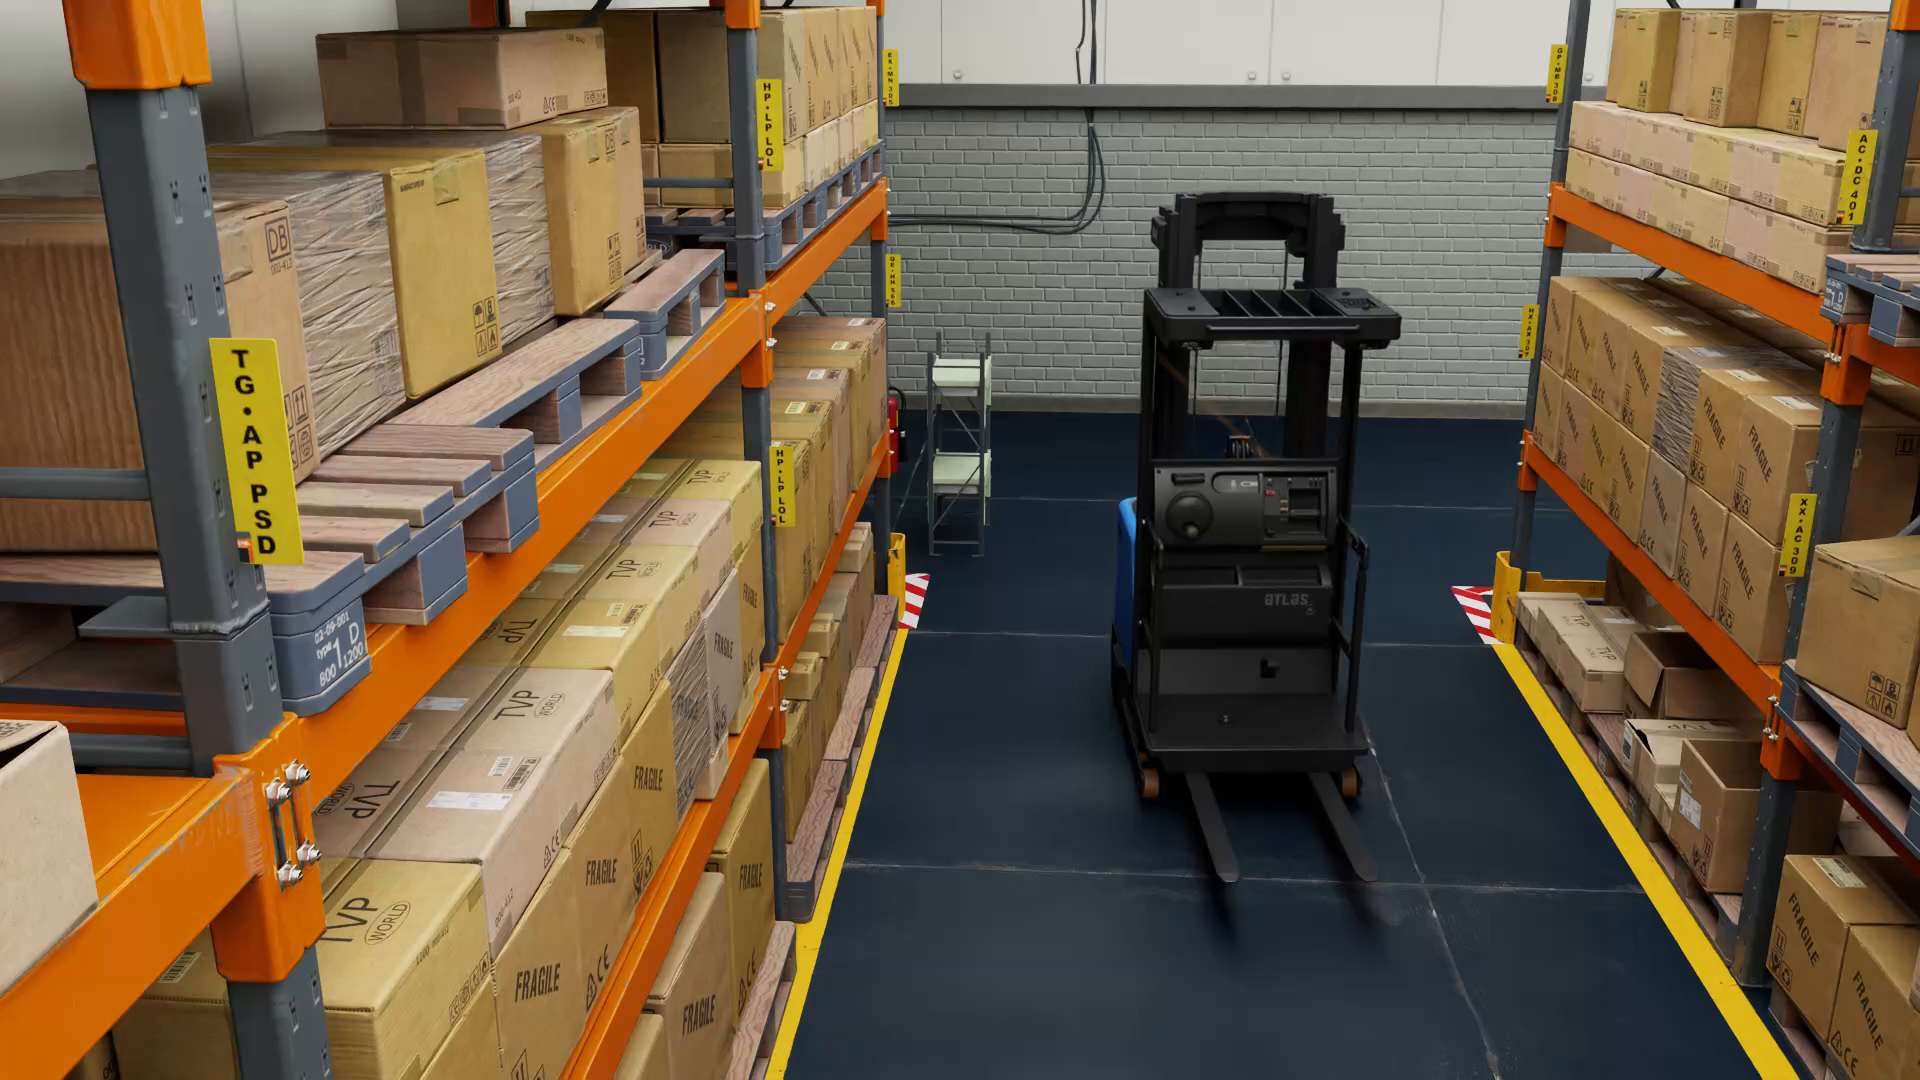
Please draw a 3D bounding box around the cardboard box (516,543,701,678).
[{"bbox_3d":[-1.102,0.208,5.095,0.500,0.250,0.500,2,18,5],"label":"cardboard box"}]

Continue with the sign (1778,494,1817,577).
[{"bbox_3d":[3.159,-0.016,6.266,0.100,0.325,0.005,1,18,4],"label":"sign"}]

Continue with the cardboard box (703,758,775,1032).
[{"bbox_3d":[-1.157,1.322,6.349,0.750,0.750,0.750,1,18,5],"label":"cardboard box"}]

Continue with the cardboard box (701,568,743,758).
[{"bbox_3d":[-1.049,0.404,5.701,0.500,0.500,0.500,1,18,4],"label":"cardboard box"}]

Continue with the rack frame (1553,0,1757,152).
[{"bbox_3d":[3.988,-3.689,9.228,1.000,3.000,0.127,1,18,4],"label":"rack frame"}]

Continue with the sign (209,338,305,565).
[{"bbox_3d":[-0.986,-0.121,2.327,0.100,0.325,0.005,1,18,4],"label":"sign"}]

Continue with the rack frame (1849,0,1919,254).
[{"bbox_3d":[3.701,-2.446,5.437,1.000,3.000,0.127,1,18,4],"label":"rack frame"}]

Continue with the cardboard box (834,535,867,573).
[{"bbox_3d":[-0.749,0.076,9.672,0.380,0.149,0.250,2,18,5],"label":"cardboard box"}]

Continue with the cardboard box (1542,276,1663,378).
[{"bbox_3d":[3.693,-1.228,9.588,0.500,0.500,0.500,2,18,6],"label":"cardboard box"}]

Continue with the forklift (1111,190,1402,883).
[{"bbox_3d":[1.454,-0.174,8.248,1.130,2.935,3.031,0,18,-1],"label":"forklift"}]

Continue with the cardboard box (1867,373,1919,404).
[{"bbox_3d":[4.052,-0.418,7.116,0.500,0.500,0.500,1,18,2],"label":"cardboard box"}]

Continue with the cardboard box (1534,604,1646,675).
[{"bbox_3d":[3.630,0.578,9.552,0.500,0.250,0.500,1,18,4],"label":"cardboard box"}]

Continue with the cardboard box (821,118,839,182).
[{"bbox_3d":[-0.848,-1.832,7.786,0.500,0.250,0.500,1,18,2],"label":"cardboard box"}]

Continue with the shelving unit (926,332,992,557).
[{"bbox_3d":[0.000,-0.711,12.183,0.431,1.500,0.755,1,18,4],"label":"shelving unit"}]

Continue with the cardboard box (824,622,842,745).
[{"bbox_3d":[-1.006,0.738,8.693,0.700,0.500,0.500,2,18,5],"label":"cardboard box"}]

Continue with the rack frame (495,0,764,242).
[{"bbox_3d":[-1.240,-2.556,5.771,1.000,3.000,0.127,1,18,4],"label":"rack frame"}]

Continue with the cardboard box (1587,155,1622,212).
[{"bbox_3d":[3.648,-1.883,8.776,0.500,0.250,0.500,1,18,4],"label":"cardboard box"}]

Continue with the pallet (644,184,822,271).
[{"bbox_3d":[-1.171,-1.342,7.026,1.003,0.211,1.213,1,18,4],"label":"pallet"}]

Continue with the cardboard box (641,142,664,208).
[{"bbox_3d":[-1.425,-1.524,6.845,0.500,0.250,0.500,1,18,4],"label":"cardboard box"}]

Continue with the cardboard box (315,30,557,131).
[{"bbox_3d":[-1.459,-1.301,4.688,0.500,0.250,0.500,1,18,2],"label":"cardboard box"}]

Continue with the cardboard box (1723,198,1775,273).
[{"bbox_3d":[3.517,-1.262,6.879,0.500,0.250,0.500,1,18,4],"label":"cardboard box"}]

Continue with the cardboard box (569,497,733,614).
[{"bbox_3d":[-1.065,0.050,5.579,0.500,0.250,0.500,2,18,5],"label":"cardboard box"}]

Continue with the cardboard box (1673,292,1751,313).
[{"bbox_3d":[4.195,-1.059,9.072,0.500,0.500,0.500,2,18,5],"label":"cardboard box"}]

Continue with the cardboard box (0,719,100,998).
[{"bbox_3d":[-1.309,0.375,1.756,0.500,0.311,0.500,1,18,4],"label":"cardboard box"}]

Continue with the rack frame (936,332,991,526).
[{"bbox_3d":[0.026,-0.824,12.530,0.400,1.500,0.023,1,18,4],"label":"rack frame"}]

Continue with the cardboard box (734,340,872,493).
[{"bbox_3d":[-1.021,-0.705,9.275,0.980,0.700,0.700,1,18,3],"label":"cardboard box"}]

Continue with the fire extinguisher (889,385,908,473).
[{"bbox_3d":[-0.482,-0.770,10.678,0.296,0.674,0.183,1,18,4],"label":"fire extinguisher"}]

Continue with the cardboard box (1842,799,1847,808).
[{"bbox_3d":[3.999,1.148,7.947,0.380,0.166,0.250,1,18,4],"label":"cardboard box"}]

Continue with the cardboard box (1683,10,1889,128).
[{"bbox_3d":[3.789,-2.162,7.619,0.700,0.500,0.500,1,18,4],"label":"cardboard box"}]

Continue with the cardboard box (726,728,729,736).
[{"bbox_3d":[-1.040,0.675,5.918,0.380,0.149,0.250,2,18,6],"label":"cardboard box"}]

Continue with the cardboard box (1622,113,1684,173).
[{"bbox_3d":[3.619,-1.965,8.224,0.500,0.250,0.500,1,18,4],"label":"cardboard box"}]

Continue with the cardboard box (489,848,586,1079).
[{"bbox_3d":[-1.190,1.032,3.787,0.500,0.500,0.500,2,18,6],"label":"cardboard box"}]

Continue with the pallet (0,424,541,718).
[{"bbox_3d":[-1.534,0.001,3.090,1.213,0.211,1.003,2,18,6],"label":"pallet"}]

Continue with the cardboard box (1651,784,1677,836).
[{"bbox_3d":[3.426,1.249,7.665,0.380,0.149,0.250,1,18,4],"label":"cardboard box"}]

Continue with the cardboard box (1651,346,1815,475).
[{"bbox_3d":[3.549,-0.597,7.660,0.500,0.500,0.500,1,18,4],"label":"cardboard box"}]

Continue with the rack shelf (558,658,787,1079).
[{"bbox_3d":[-1.384,1.258,4.921,1.077,0.370,4.000,1,18,4],"label":"rack shelf"}]

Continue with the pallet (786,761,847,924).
[{"bbox_3d":[-1.108,1.386,7.854,1.003,0.211,1.213,1,18,4],"label":"pallet"}]

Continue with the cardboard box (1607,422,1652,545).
[{"bbox_3d":[3.585,-0.282,8.305,0.500,0.500,0.500,2,18,5],"label":"cardboard box"}]

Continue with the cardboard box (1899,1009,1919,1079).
[{"bbox_3d":[3.353,1.849,5.270,0.500,0.500,0.500,2,18,5],"label":"cardboard box"}]

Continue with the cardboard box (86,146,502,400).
[{"bbox_3d":[-1.511,-0.634,3.855,0.700,0.500,0.500,2,18,7],"label":"cardboard box"}]

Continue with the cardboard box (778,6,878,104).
[{"bbox_3d":[-0.734,-2.671,9.142,0.500,0.500,0.500,1,18,4],"label":"cardboard box"}]

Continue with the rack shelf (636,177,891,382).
[{"bbox_3d":[-1.097,-1.410,8.245,1.077,0.370,4.000,1,18,4],"label":"rack shelf"}]

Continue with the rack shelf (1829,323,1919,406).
[{"bbox_3d":[3.557,-0.058,4.120,1.077,0.370,4.000,1,18,4],"label":"rack shelf"}]

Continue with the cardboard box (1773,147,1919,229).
[{"bbox_3d":[3.465,-1.344,6.329,0.500,0.250,0.500,1,18,4],"label":"cardboard box"}]

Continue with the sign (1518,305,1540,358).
[{"bbox_3d":[3.446,-1.261,10.064,0.100,0.325,0.005,1,18,4],"label":"sign"}]

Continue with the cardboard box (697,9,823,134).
[{"bbox_3d":[-0.879,-2.037,7.208,0.500,0.500,0.500,1,18,3],"label":"cardboard box"}]

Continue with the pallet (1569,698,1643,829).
[{"bbox_3d":[3.836,1.137,8.615,1.003,0.211,1.213,1,18,4],"label":"pallet"}]
